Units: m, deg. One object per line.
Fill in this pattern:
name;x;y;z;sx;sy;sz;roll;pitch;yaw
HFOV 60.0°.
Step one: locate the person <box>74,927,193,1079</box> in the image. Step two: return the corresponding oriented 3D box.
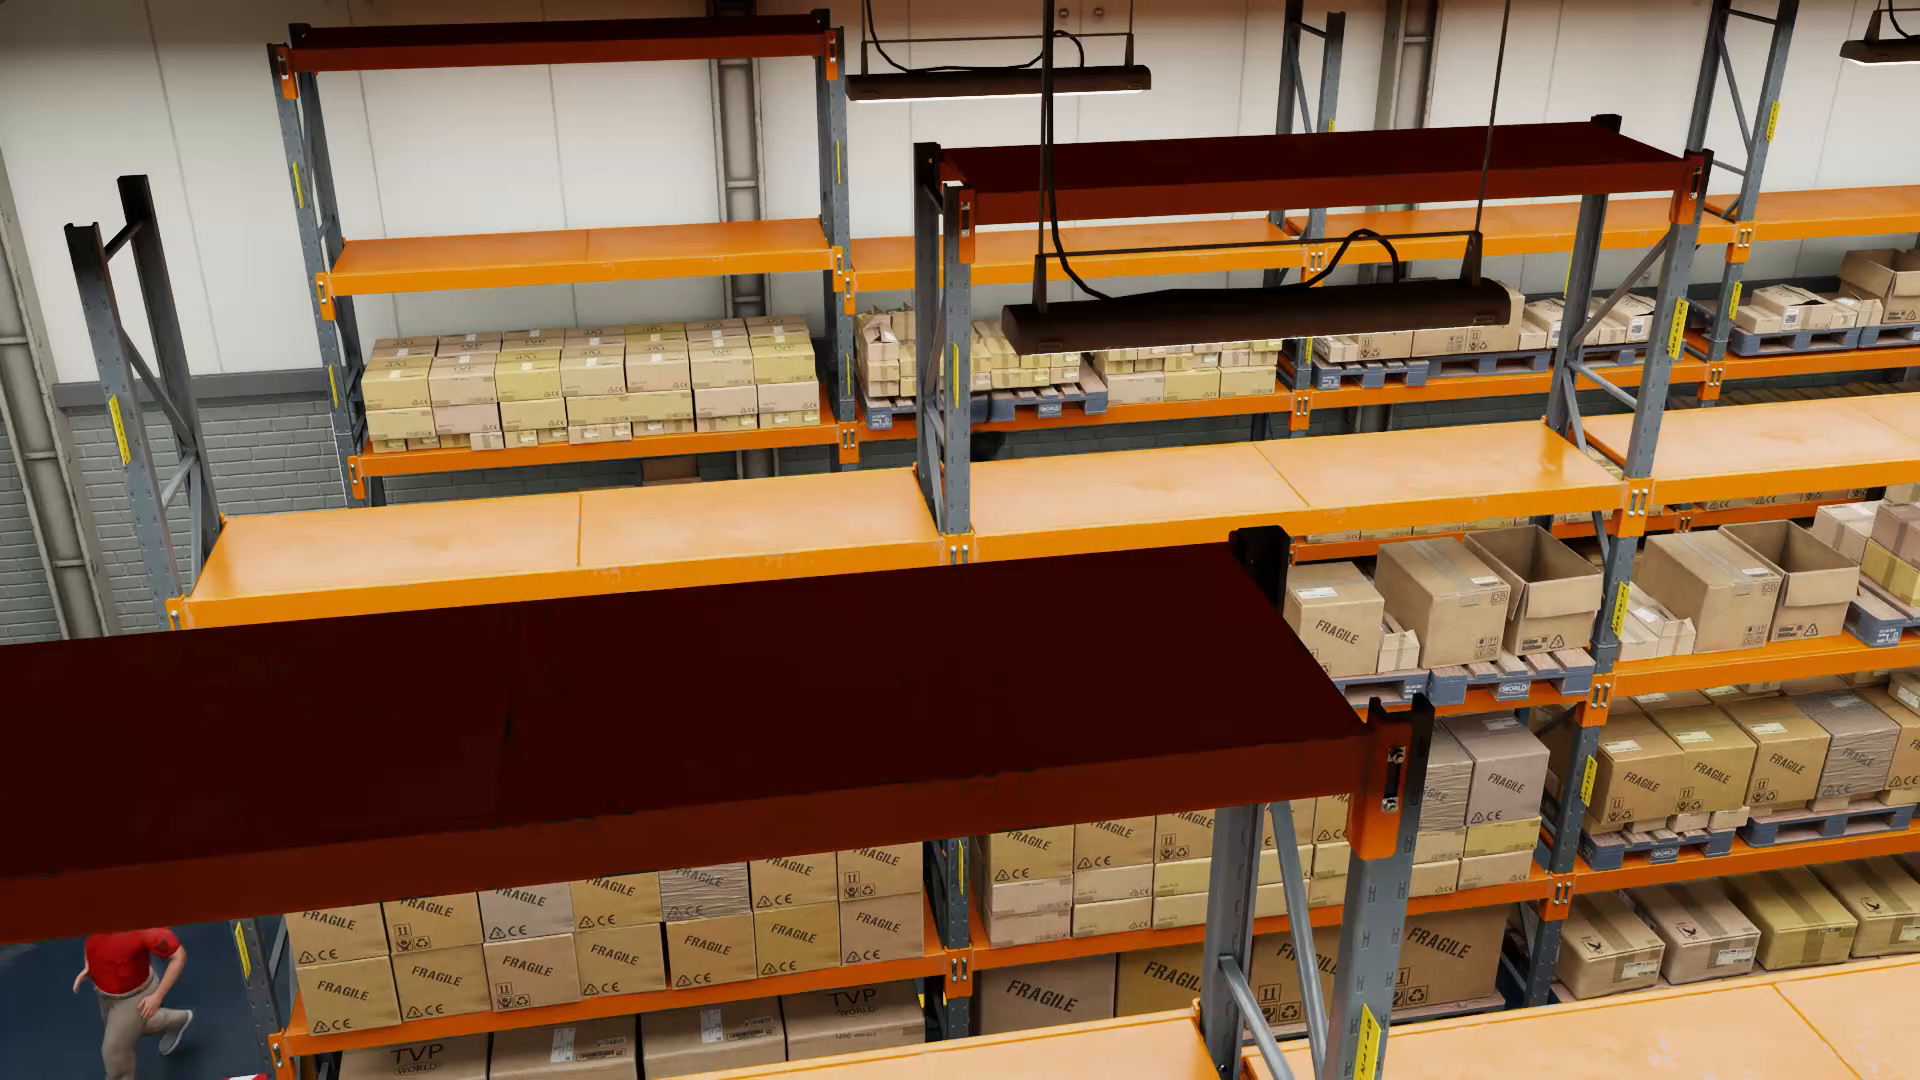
person;-5.194;2.845;10.456;0.730;1.694;0.886;14;29;27
